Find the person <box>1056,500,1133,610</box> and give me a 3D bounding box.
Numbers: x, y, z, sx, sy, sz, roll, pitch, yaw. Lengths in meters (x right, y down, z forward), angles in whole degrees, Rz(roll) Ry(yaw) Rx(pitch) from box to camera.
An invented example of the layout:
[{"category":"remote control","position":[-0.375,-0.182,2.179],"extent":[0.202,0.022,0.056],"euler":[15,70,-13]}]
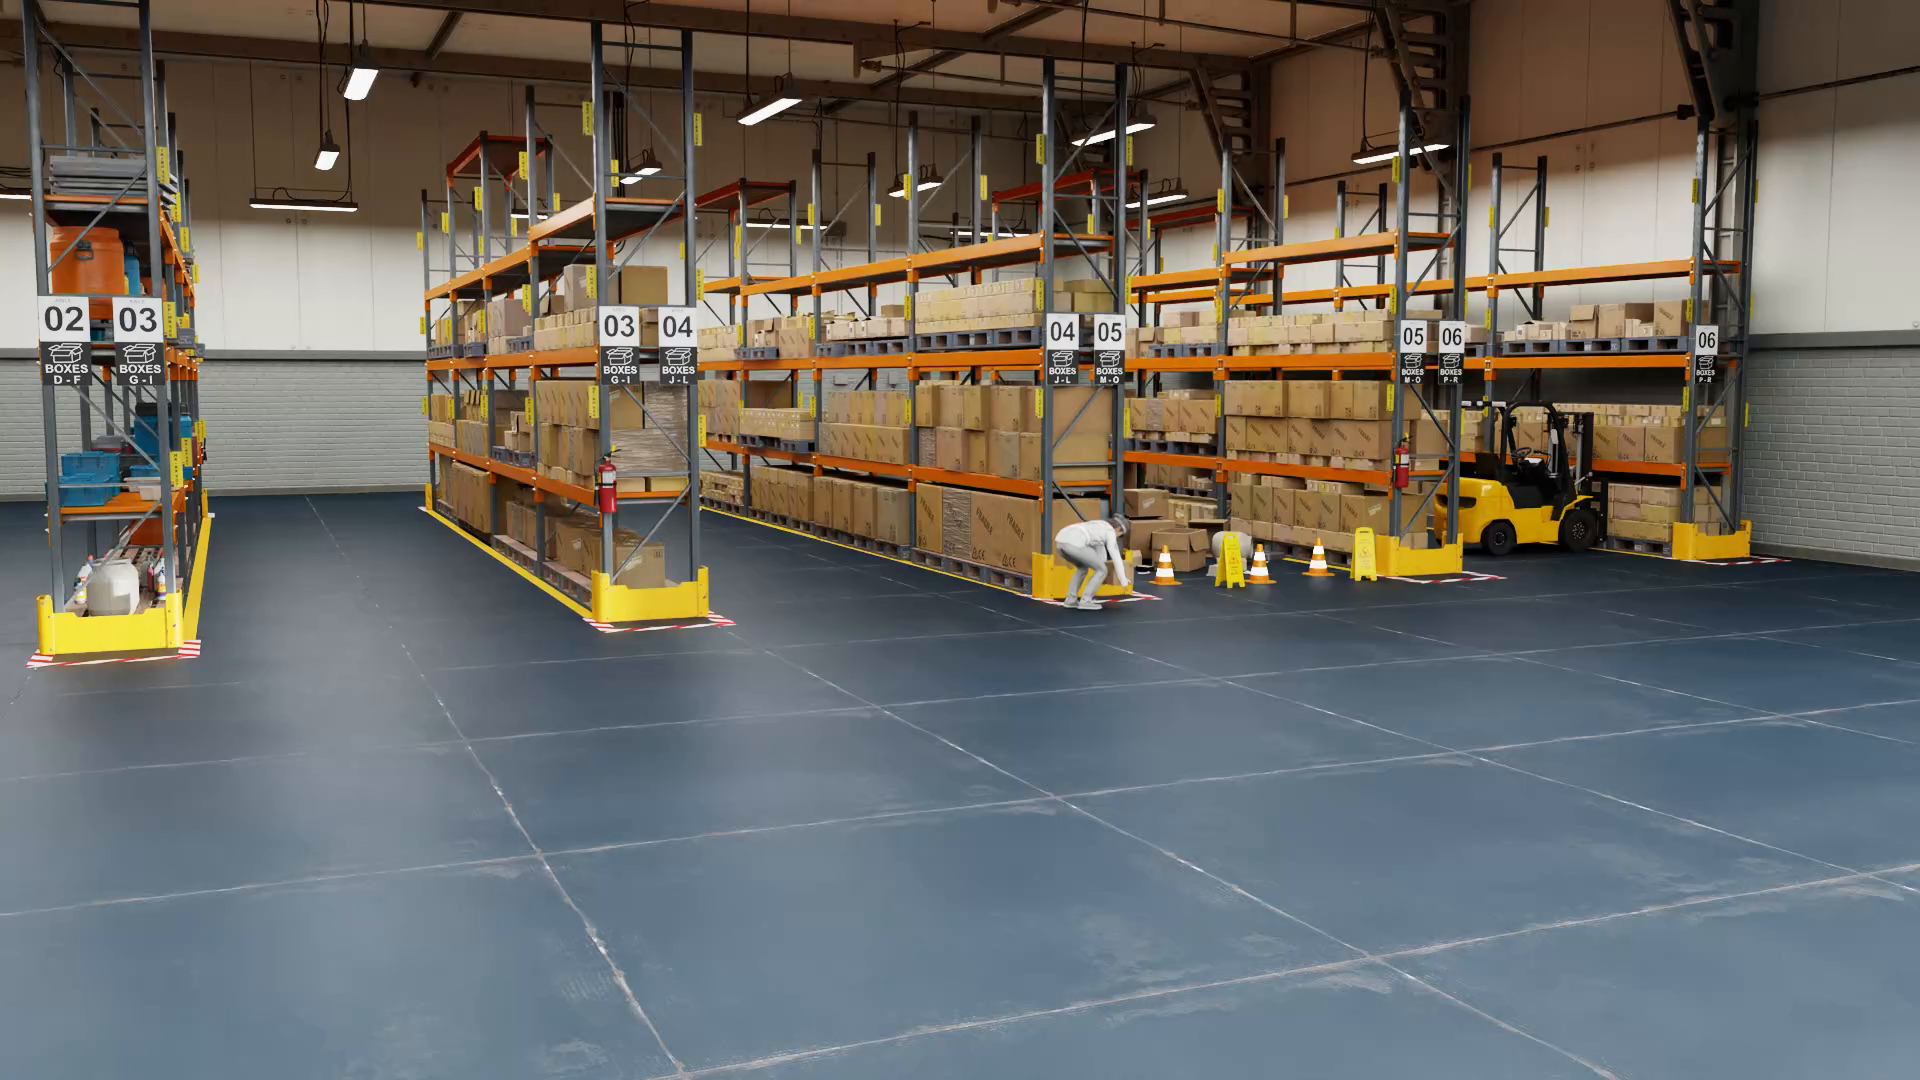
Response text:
[{"category":"person","position":[1.470,0.156,17.984],"extent":[0.912,1.169,0.431],"euler":[-3,6,-30]}]
